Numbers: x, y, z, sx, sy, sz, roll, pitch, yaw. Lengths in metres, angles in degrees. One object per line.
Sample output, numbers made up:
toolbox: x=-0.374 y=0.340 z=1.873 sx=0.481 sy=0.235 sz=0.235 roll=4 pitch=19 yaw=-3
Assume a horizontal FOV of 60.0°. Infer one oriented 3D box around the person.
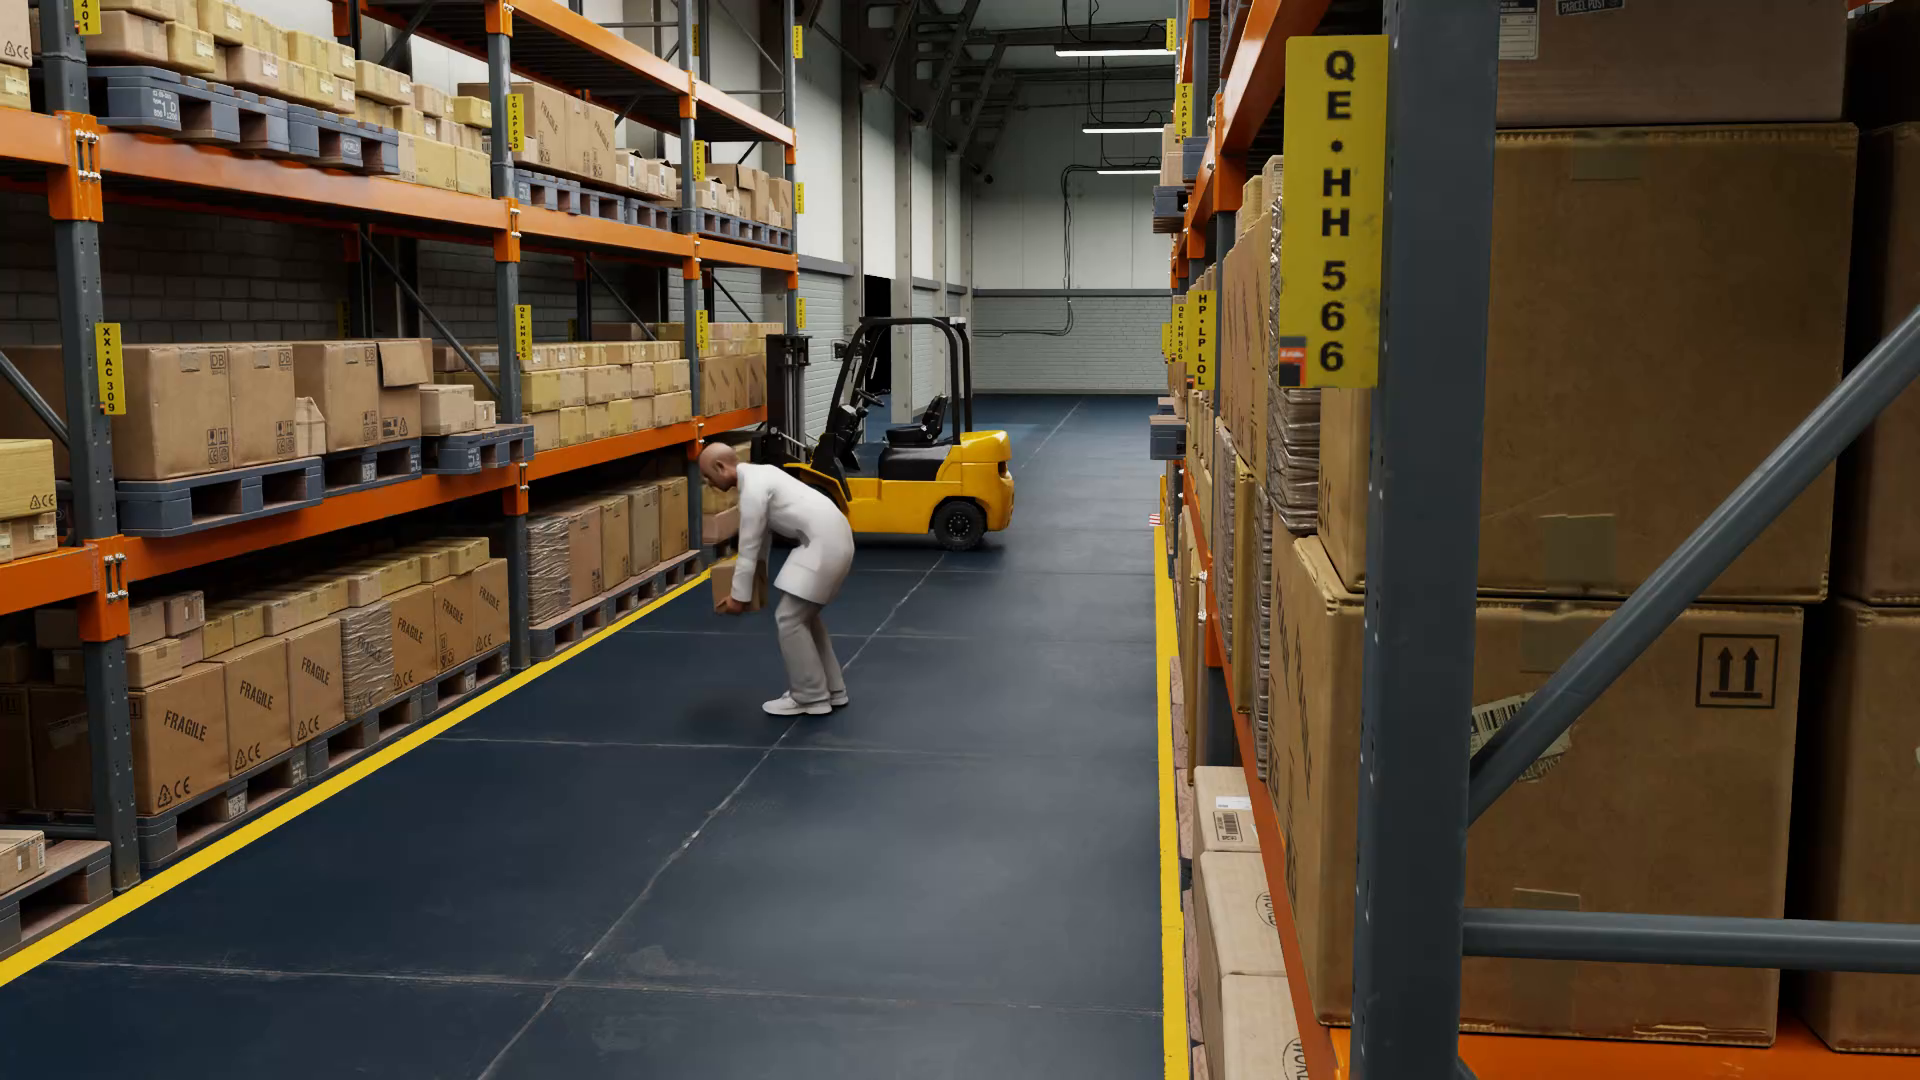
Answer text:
person: x=-0.988 y=0.255 z=9.026 sx=0.834 sy=1.358 sz=0.550 roll=1 pitch=7 yaw=5
